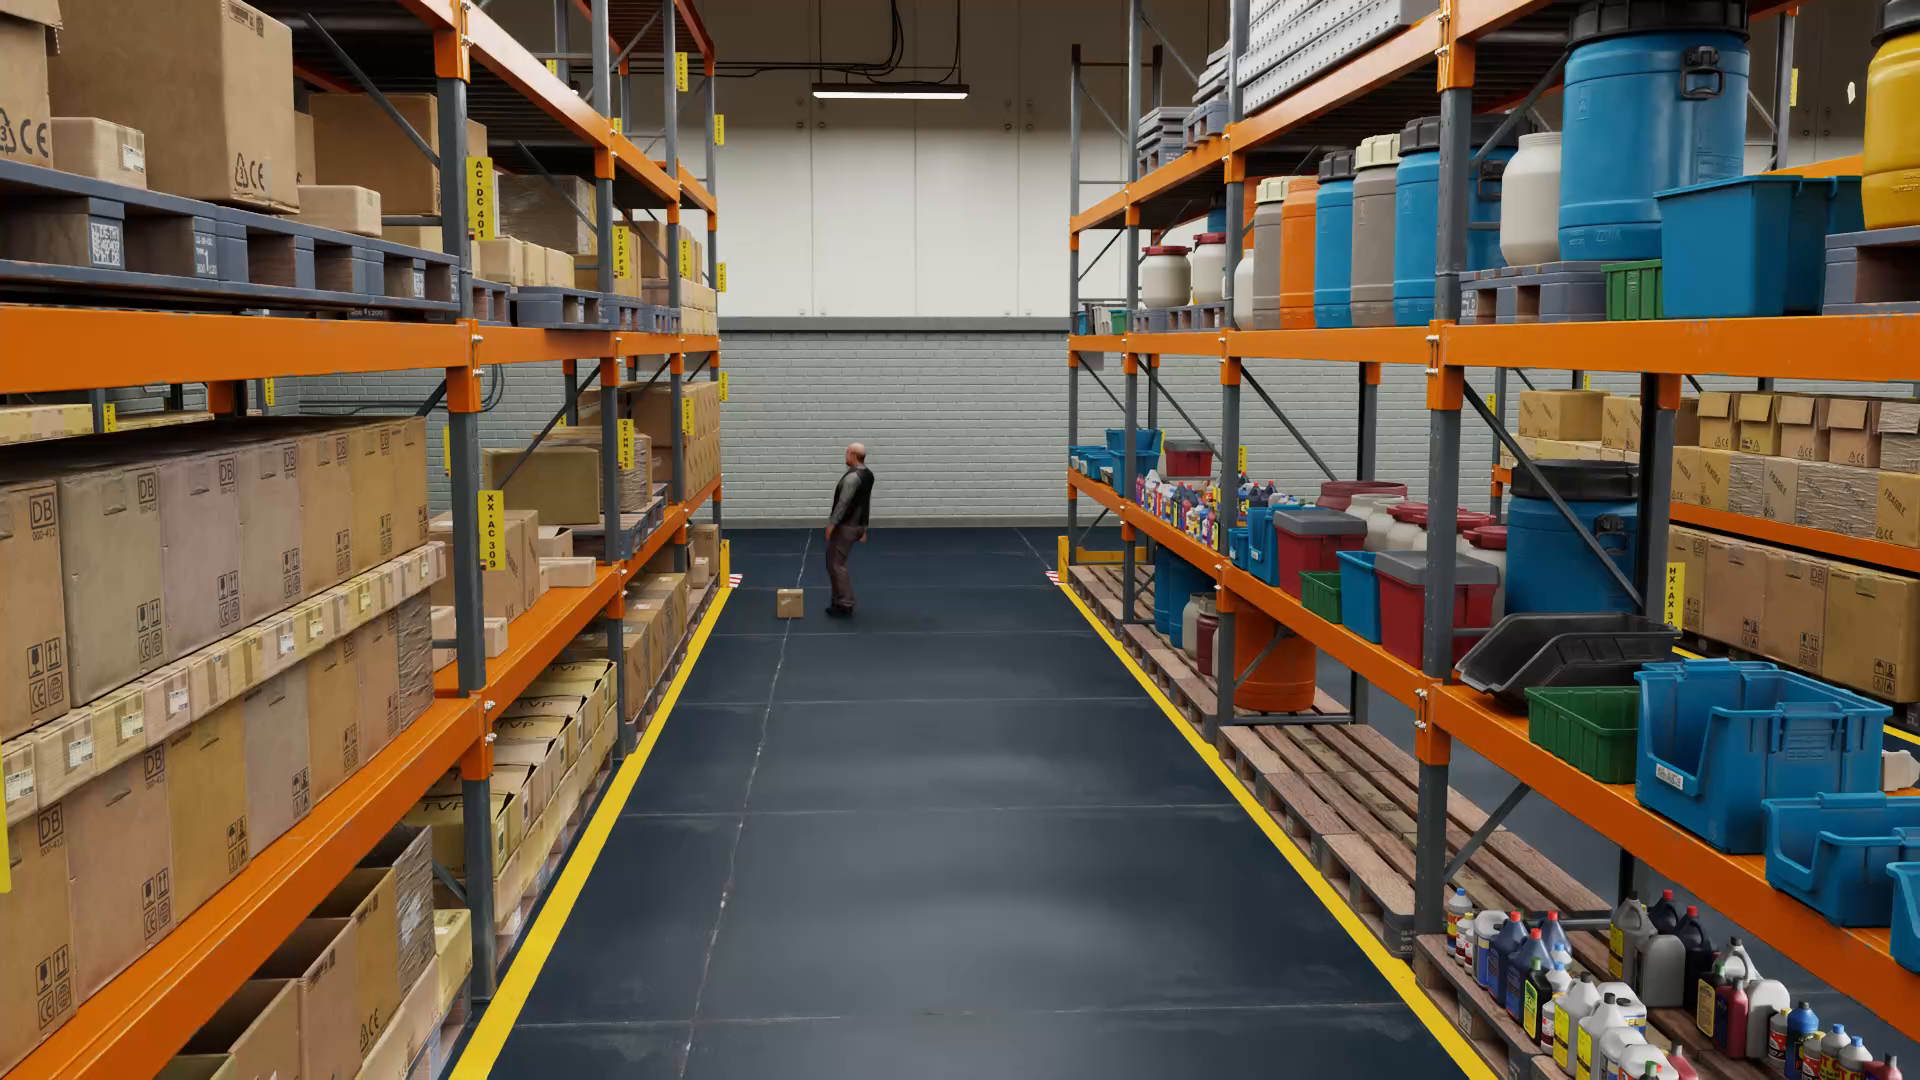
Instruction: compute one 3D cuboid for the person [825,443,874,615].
[{"bbox_3d":[-1.164,-0.078,16.719,0.532,1.790,0.579,2,7,15],"label":"person"}]
